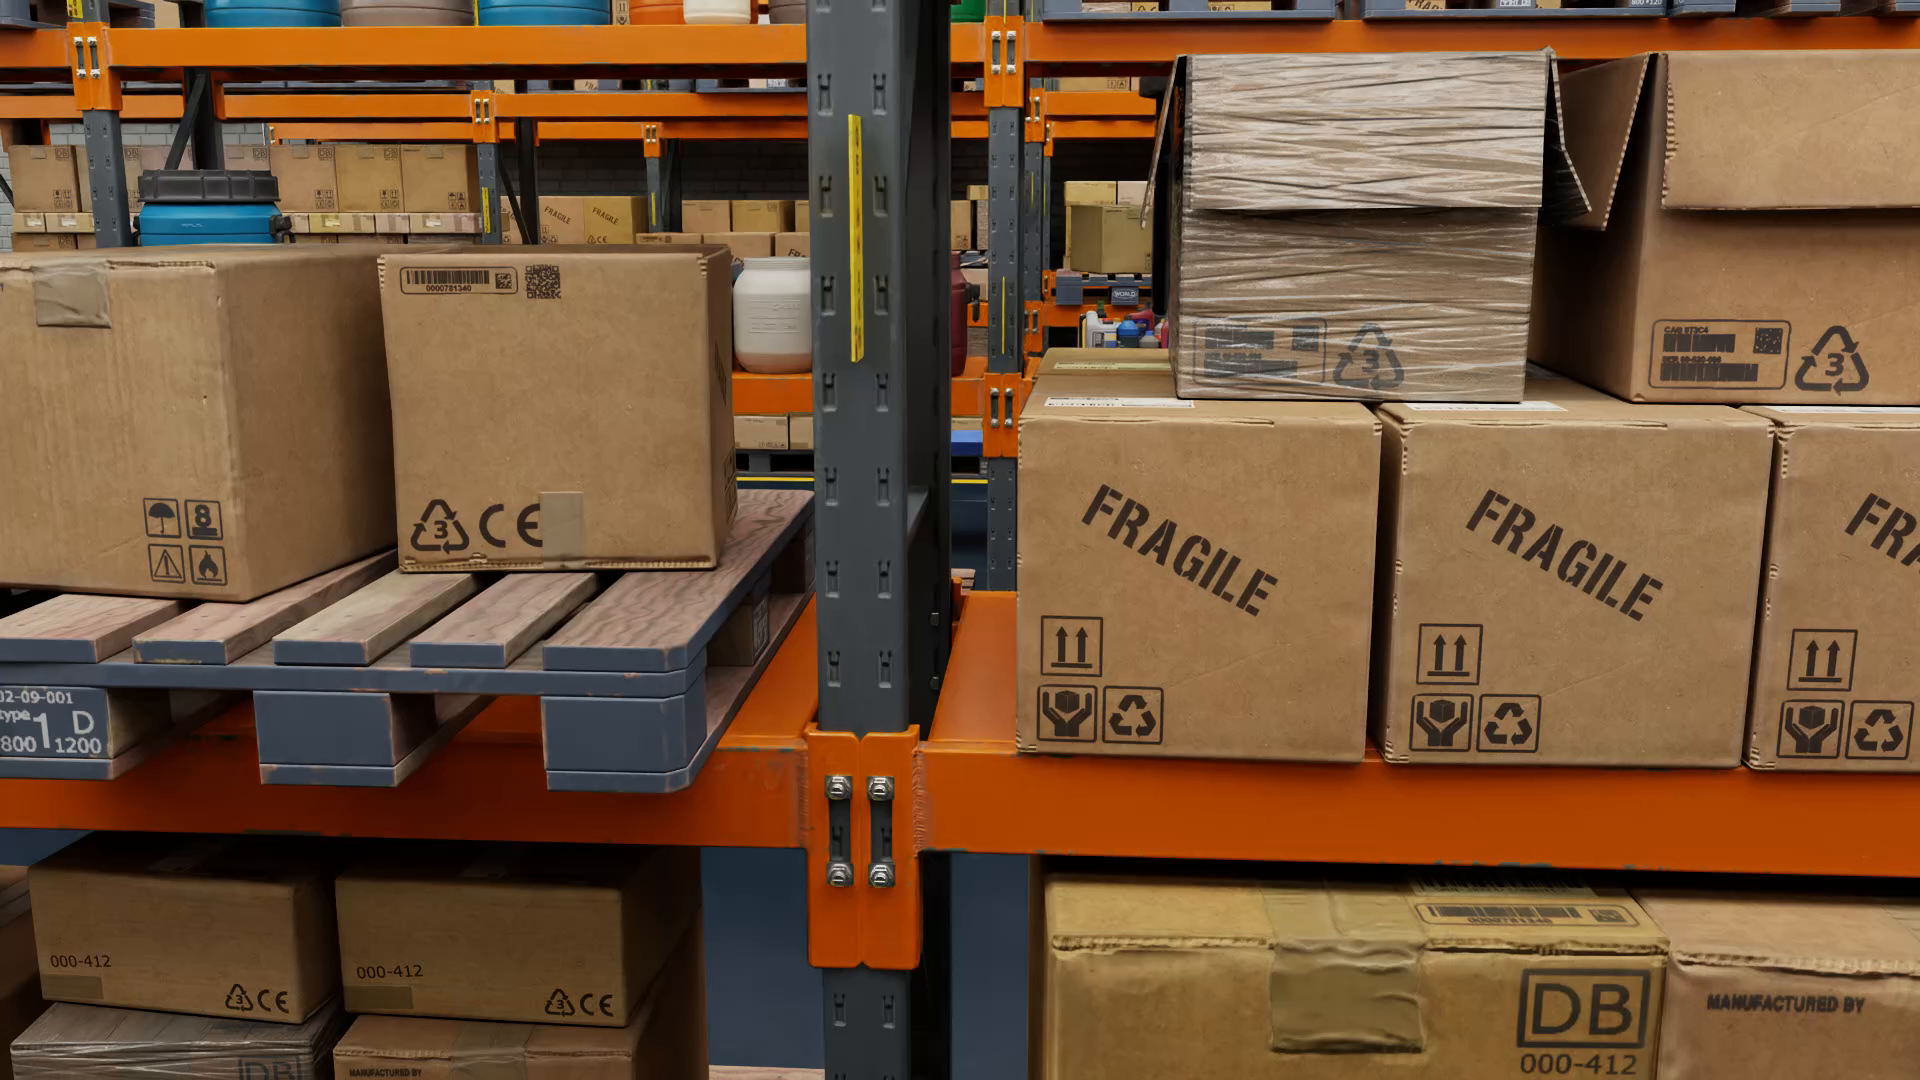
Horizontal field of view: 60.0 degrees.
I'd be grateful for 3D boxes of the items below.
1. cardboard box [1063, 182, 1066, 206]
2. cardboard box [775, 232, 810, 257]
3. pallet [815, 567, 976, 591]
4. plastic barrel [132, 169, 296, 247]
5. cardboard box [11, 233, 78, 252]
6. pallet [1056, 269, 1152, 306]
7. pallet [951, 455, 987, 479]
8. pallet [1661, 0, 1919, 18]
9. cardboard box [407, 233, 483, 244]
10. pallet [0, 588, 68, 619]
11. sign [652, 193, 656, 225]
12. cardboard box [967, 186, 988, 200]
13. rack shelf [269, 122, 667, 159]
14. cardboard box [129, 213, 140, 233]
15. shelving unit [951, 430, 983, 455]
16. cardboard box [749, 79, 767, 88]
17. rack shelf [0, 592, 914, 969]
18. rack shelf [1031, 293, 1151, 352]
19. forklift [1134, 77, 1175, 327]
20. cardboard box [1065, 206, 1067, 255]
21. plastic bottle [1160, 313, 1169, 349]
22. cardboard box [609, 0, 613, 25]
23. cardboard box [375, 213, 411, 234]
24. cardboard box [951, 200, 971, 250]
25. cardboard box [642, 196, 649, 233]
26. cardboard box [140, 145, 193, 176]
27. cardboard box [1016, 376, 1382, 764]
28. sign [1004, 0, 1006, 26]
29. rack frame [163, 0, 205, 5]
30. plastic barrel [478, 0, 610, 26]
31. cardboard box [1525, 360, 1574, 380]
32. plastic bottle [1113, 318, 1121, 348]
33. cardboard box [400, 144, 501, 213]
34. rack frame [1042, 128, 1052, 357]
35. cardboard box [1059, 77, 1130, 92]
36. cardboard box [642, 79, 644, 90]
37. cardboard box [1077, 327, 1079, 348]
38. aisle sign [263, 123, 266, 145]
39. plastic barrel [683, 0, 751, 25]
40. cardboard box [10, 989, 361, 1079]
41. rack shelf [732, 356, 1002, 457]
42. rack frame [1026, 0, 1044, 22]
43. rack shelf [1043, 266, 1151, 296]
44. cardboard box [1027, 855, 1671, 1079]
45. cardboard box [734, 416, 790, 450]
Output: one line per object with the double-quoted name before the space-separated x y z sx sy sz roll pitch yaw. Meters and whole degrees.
"cardboard box" 1.350 -3.645 17.515 0.500 0.250 0.500 1 12 5
"cardboard box" -1.123 -2.083 12.656 0.500 0.500 0.500 0 12 1
"pallet" -0.553 0.344 8.109 1.213 0.211 1.003 1 12 4
"plastic barrel" -3.408 -1.236 7.624 0.708 0.901 0.600 1 12 4
"cardboard box" -6.965 -2.164 13.043 0.500 0.500 0.700 1 12 4
"pallet" 1.233 -1.926 12.616 1.003 0.211 1.213 1 12 4
"pallet" -0.266 -0.669 12.950 1.213 0.211 1.003 1 12 4
"pallet" 3.420 -2.314 7.142 1.003 0.211 1.213 1 12 4
"cardboard box" -3.882 -2.123 12.847 0.500 0.500 0.700 0 12 2
"pallet" -2.091 0.084 3.007 1.213 0.211 1.003 1 12 4
"sign" -3.140 -3.394 17.053 0.005 0.325 0.100 1 12 4
"cardboard box" 0.211 -3.608 17.289 0.250 0.149 0.380 -1 12 -6
"rack shelf" -5.107 -4.225 17.570 4.000 0.370 1.077 1 12 4
"cardboard box" -6.289 -2.430 12.732 0.250 0.149 0.380 1 12 3
"shelving unit" -0.147 -0.732 10.105 1.048 1.500 0.538 0 12 2
"cardboard box" -1.957 -4.679 17.177 0.500 0.311 0.500 1 12 6
"rack shelf" -2.109 0.334 3.102 4.000 0.370 1.077 1 12 4
"rack shelf" 2.548 -1.635 12.515 4.000 0.370 1.077 1 12 4
"forklift" 1.902 -1.438 9.984 3.031 2.935 1.130 0 12 0
"cardboard box" 1.369 -3.278 17.595 0.500 0.500 0.500 1 12 4
"plastic bottle" 0.953 -0.860 7.337 0.133 0.283 0.061 1 12 4
"cardboard box" -2.826 -4.020 12.344 0.500 0.500 0.500 1 12 4
"cardboard box" -4.232 -2.403 12.599 0.250 0.149 0.380 0 12 2
"cardboard box" -0.149 -3.297 17.386 0.500 0.500 0.700 0 12 -2
"cardboard box" -3.566 -3.434 17.844 0.500 0.500 0.500 1 12 2
"cardboard box" -5.884 -2.785 12.845 0.500 0.500 0.700 1 12 4
"cardboard box" 0.353 0.022 2.590 0.500 0.500 0.500 1 12 5
"sign" 0.188 -2.307 6.901 0.005 0.325 0.100 1 12 4
"rack frame" -3.773 -3.994 7.383 0.127 3.000 1.000 1 12 4
"plastic barrel" -1.946 -2.790 7.732 0.708 0.901 0.600 1 12 4
"cardboard box" 0.893 -0.076 3.059 0.500 0.500 0.500 1 12 3
"plastic bottle" 0.764 -0.982 8.120 0.097 0.201 0.097 0 12 0
"cardboard box" -3.882 -2.758 12.714 0.500 0.500 0.700 1 12 4
"rack frame" 0.880 -3.027 17.411 0.127 3.000 1.000 1 12 4
"cardboard box" 0.990 -3.533 12.260 0.500 0.500 0.910 1 12 4
"cardboard box" -3.583 -4.666 17.631 0.500 0.500 0.500 1 12 6
"cardboard box" 1.605 -2.143 17.412 0.750 0.750 0.750 1 12 3
"aisle sign" -7.194 -4.348 17.380 0.004 0.787 0.394 1 12 4
"plastic barrel" -1.067 -2.373 7.297 0.301 0.262 0.301 0 12 0
"cardboard box" -1.337 1.007 3.157 0.500 0.500 0.700 0 12 -1
"rack shelf" -1.778 -0.678 7.940 4.000 0.370 1.077 1 12 4
"rack frame" 0.552 -4.951 11.958 0.127 3.000 1.000 1 12 4
"rack shelf" 2.875 -2.647 17.354 4.000 0.370 1.077 1 12 4
"cardboard box" 0.574 0.857 3.007 0.875 0.875 1.225 0 12 1
"cardboard box" -1.518 -0.852 12.704 0.500 0.250 0.500 1 12 5
